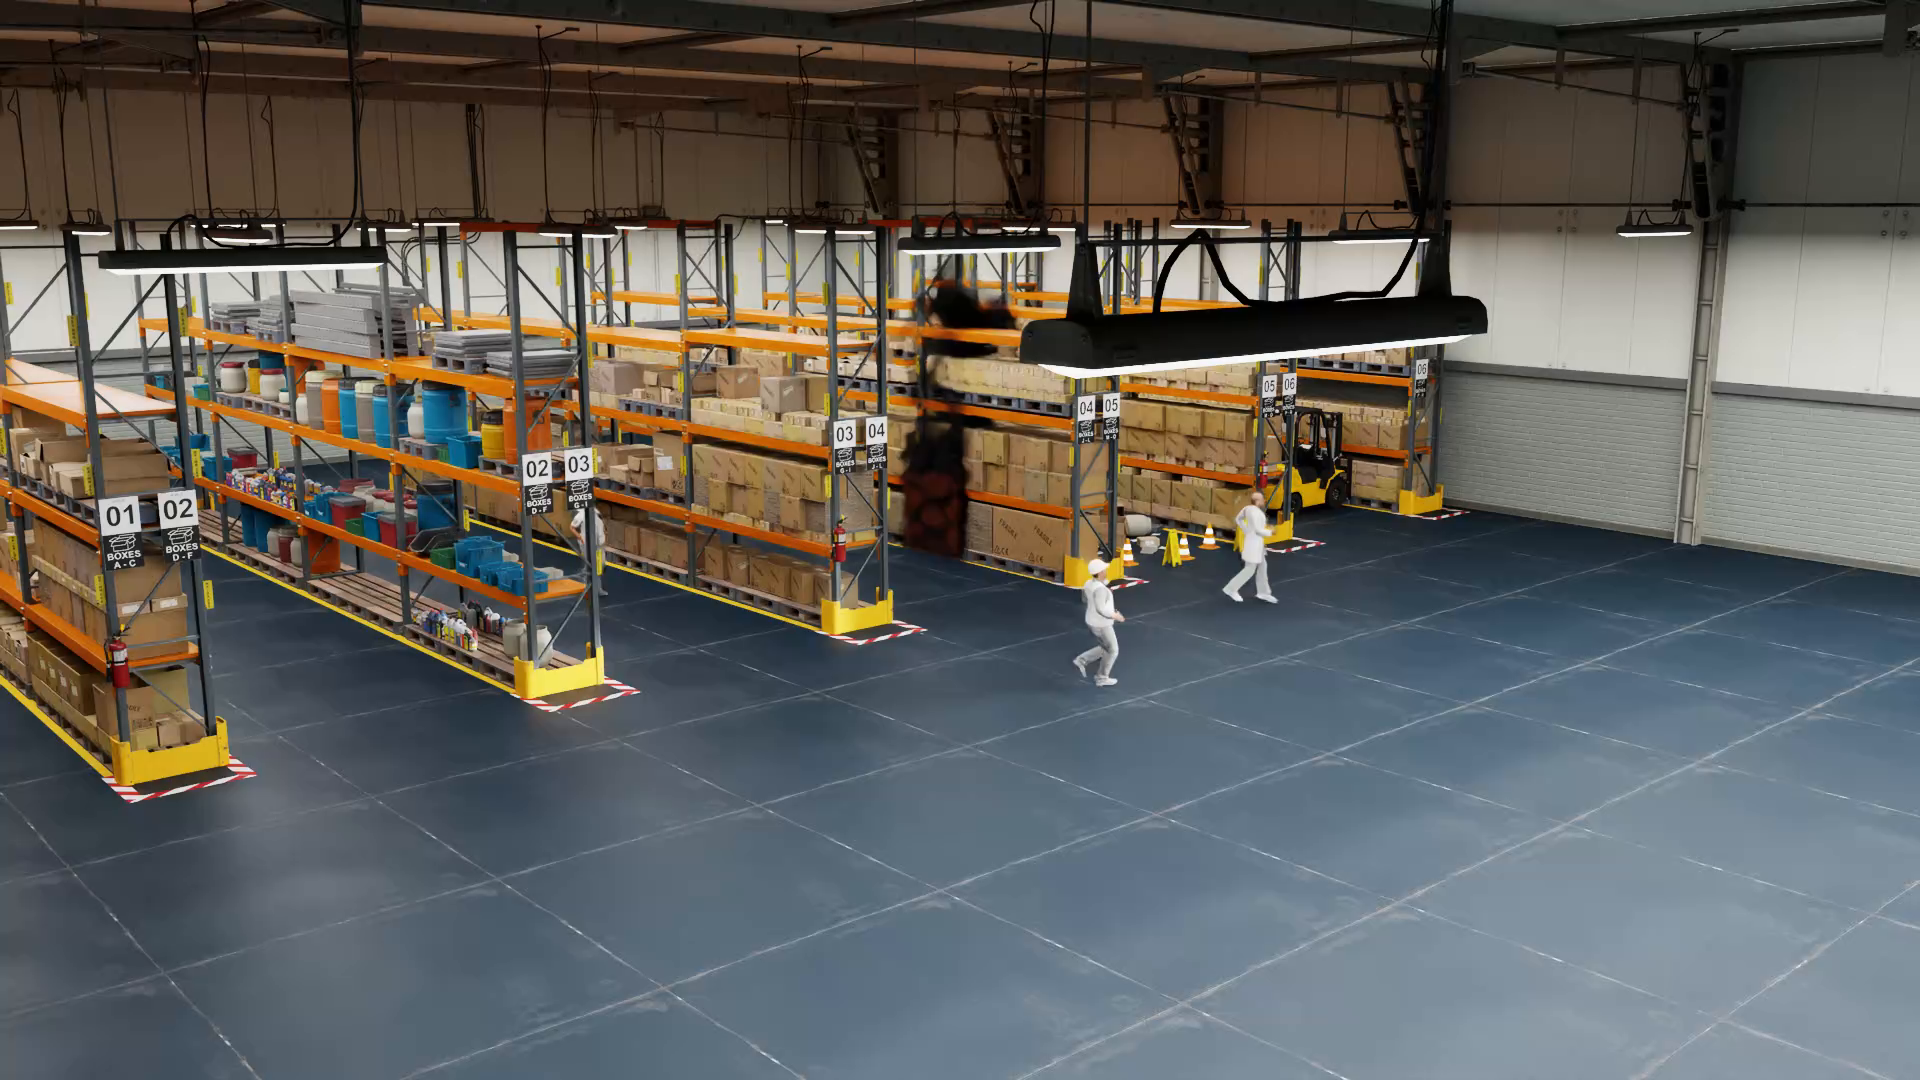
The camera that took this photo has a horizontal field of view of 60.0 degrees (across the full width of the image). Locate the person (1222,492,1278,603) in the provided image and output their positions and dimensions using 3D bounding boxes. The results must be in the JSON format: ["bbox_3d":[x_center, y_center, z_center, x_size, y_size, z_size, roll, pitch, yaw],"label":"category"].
[{"bbox_3d":[4.689,0.131,26.701,0.934,1.821,0.733,0,11,0],"label":"person"}]

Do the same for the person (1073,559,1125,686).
[{"bbox_3d":[1.836,1.097,22.079,0.612,1.721,0.657,-3,12,-14],"label":"person"}]

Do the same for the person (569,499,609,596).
[{"bbox_3d":[-6.067,0.073,27.378,0.762,1.632,0.620,9,15,38],"label":"person"}]
